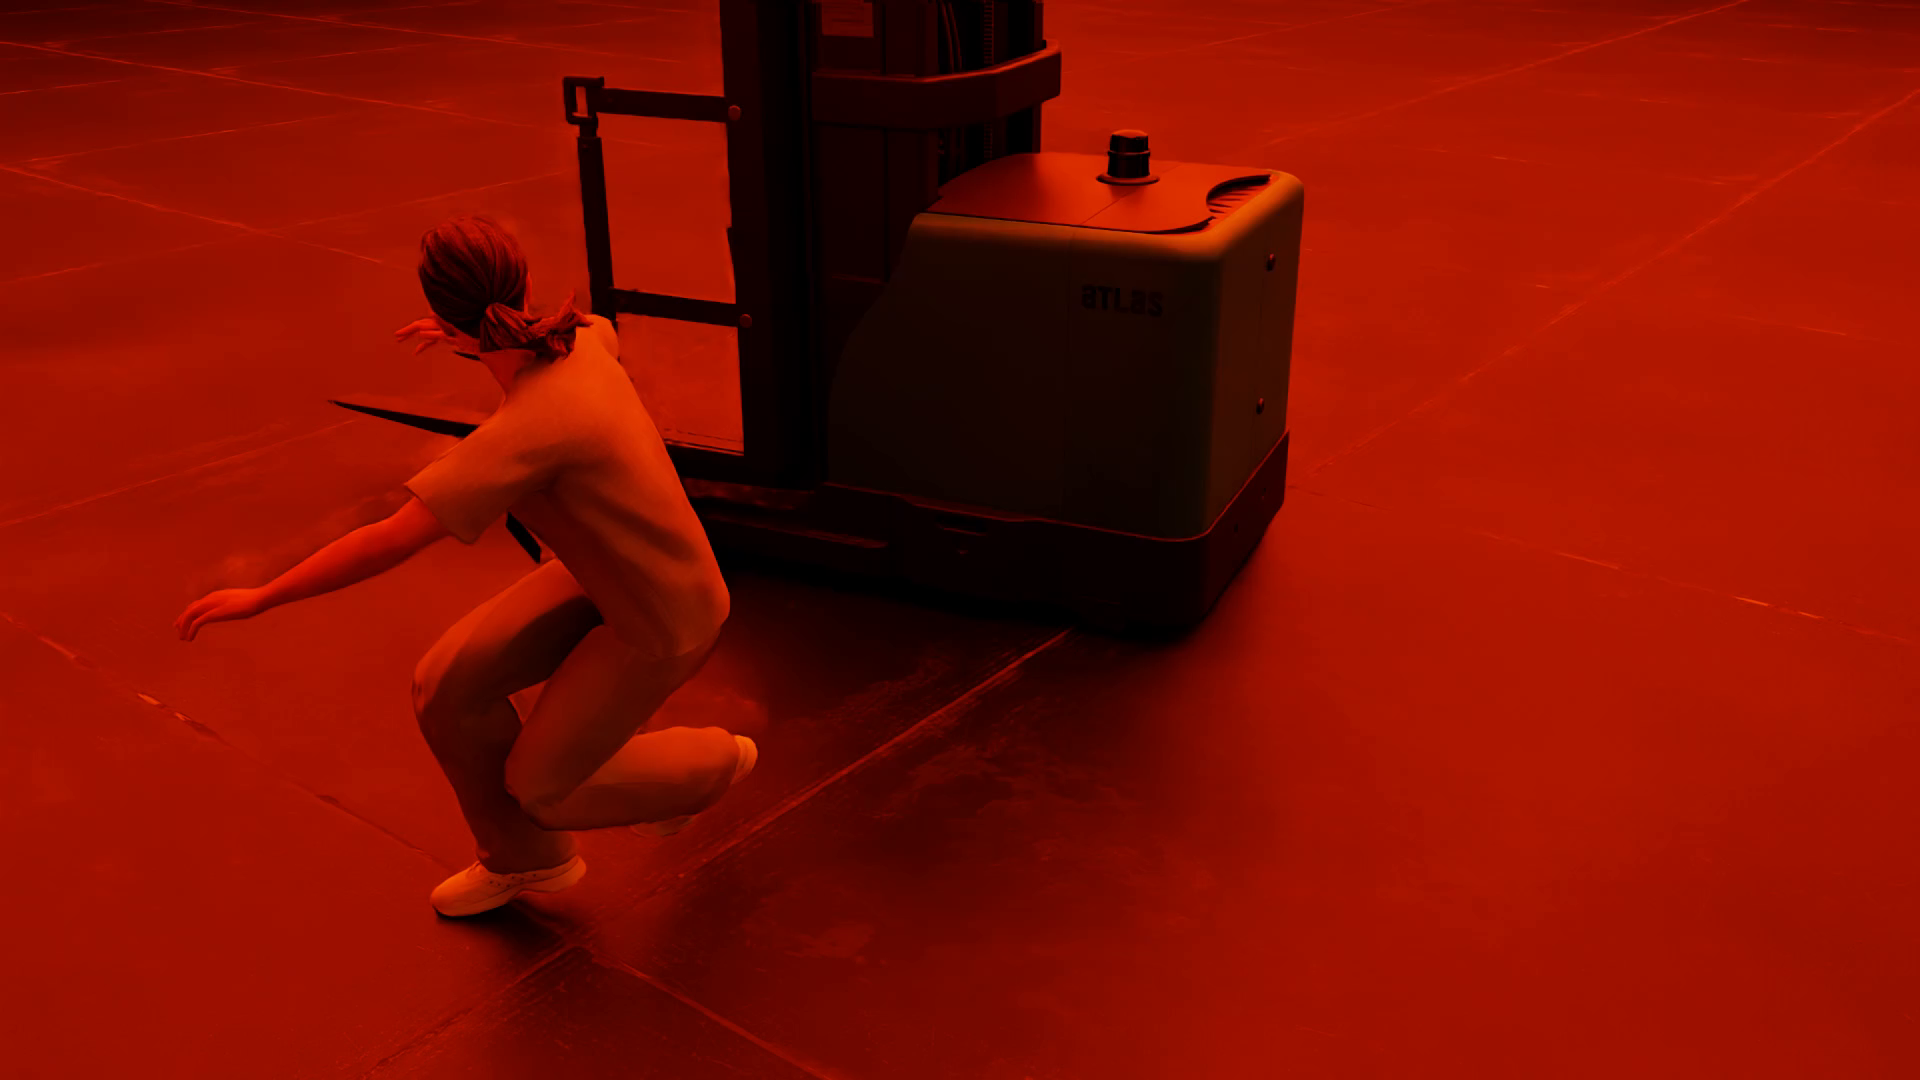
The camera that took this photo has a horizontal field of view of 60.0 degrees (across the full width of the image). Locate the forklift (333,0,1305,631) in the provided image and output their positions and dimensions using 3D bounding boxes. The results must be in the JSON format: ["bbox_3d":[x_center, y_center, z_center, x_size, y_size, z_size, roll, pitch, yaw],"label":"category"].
[{"bbox_3d":[-0.568,-1.479,4.741,3.031,2.935,1.130,10,25,22],"label":"forklift"}]

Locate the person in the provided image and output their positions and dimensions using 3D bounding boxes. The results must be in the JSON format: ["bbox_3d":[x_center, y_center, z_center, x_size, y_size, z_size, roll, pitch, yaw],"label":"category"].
[{"bbox_3d":[-0.892,0.075,3.090,1.016,1.383,0.698,-10,25,-22],"label":"person"}]
